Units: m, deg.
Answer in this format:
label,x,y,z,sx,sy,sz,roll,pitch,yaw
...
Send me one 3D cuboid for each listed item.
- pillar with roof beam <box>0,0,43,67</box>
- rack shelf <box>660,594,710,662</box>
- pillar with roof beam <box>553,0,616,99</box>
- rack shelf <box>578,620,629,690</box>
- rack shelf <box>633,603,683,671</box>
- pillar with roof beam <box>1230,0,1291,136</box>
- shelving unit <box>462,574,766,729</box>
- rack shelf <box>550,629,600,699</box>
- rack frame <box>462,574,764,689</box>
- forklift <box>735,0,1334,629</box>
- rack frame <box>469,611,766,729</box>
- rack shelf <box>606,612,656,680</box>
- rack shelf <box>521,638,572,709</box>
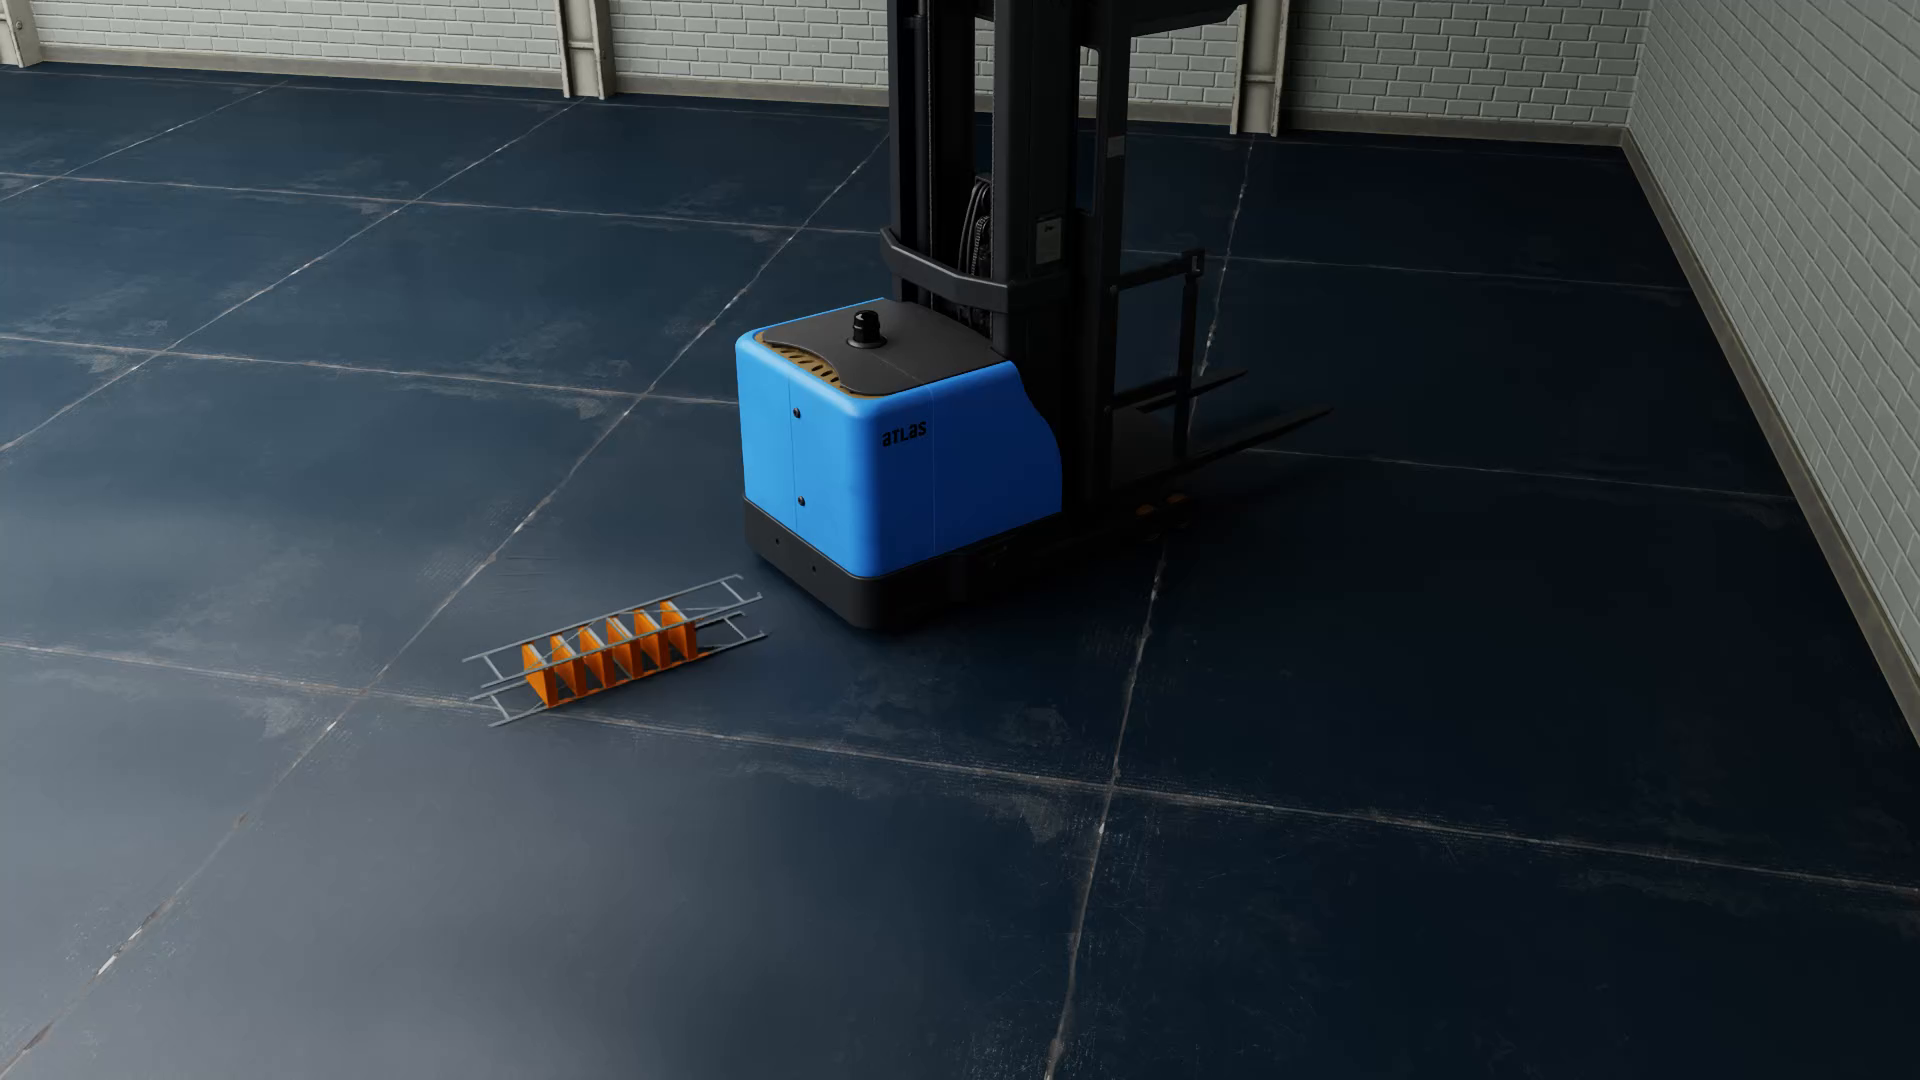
label,x,y,z,sx,sy,sz,roll,pitch,yaw
pillar with roof beam,-10.137,-6.599,10.433,0.400,9.000,9.100,6,29,11
rack shelf,-1.145,0.359,6.886,0.103,0.180,0.258,-18,33,-29
pillar with roof beam,-4.269,-5.998,9.334,0.400,9.000,9.100,6,29,11
rack shelf,-1.445,0.456,6.713,0.103,0.180,0.258,-18,33,-29
rack shelf,-1.245,0.392,6.829,0.103,0.180,0.258,-18,33,-29
pillar with roof beam,1.599,-5.396,8.235,0.400,9.000,9.100,6,29,11
shelving unit,-1.382,0.436,6.750,1.200,0.189,0.258,-18,33,-29
rack shelf,-1.545,0.489,6.655,0.103,0.180,0.258,-18,33,-29
rack frame,-1.383,0.356,6.705,1.200,0.006,0.240,-18,33,-29
forklift,0.506,-1.466,7.376,3.031,2.935,1.130,-20,34,-32
rack frame,-1.382,0.516,6.794,1.200,0.006,0.240,-18,33,-29
rack shelf,-1.345,0.424,6.771,0.103,0.180,0.258,-18,33,-29
rack shelf,-1.645,0.521,6.598,0.103,0.180,0.258,-18,33,-29
